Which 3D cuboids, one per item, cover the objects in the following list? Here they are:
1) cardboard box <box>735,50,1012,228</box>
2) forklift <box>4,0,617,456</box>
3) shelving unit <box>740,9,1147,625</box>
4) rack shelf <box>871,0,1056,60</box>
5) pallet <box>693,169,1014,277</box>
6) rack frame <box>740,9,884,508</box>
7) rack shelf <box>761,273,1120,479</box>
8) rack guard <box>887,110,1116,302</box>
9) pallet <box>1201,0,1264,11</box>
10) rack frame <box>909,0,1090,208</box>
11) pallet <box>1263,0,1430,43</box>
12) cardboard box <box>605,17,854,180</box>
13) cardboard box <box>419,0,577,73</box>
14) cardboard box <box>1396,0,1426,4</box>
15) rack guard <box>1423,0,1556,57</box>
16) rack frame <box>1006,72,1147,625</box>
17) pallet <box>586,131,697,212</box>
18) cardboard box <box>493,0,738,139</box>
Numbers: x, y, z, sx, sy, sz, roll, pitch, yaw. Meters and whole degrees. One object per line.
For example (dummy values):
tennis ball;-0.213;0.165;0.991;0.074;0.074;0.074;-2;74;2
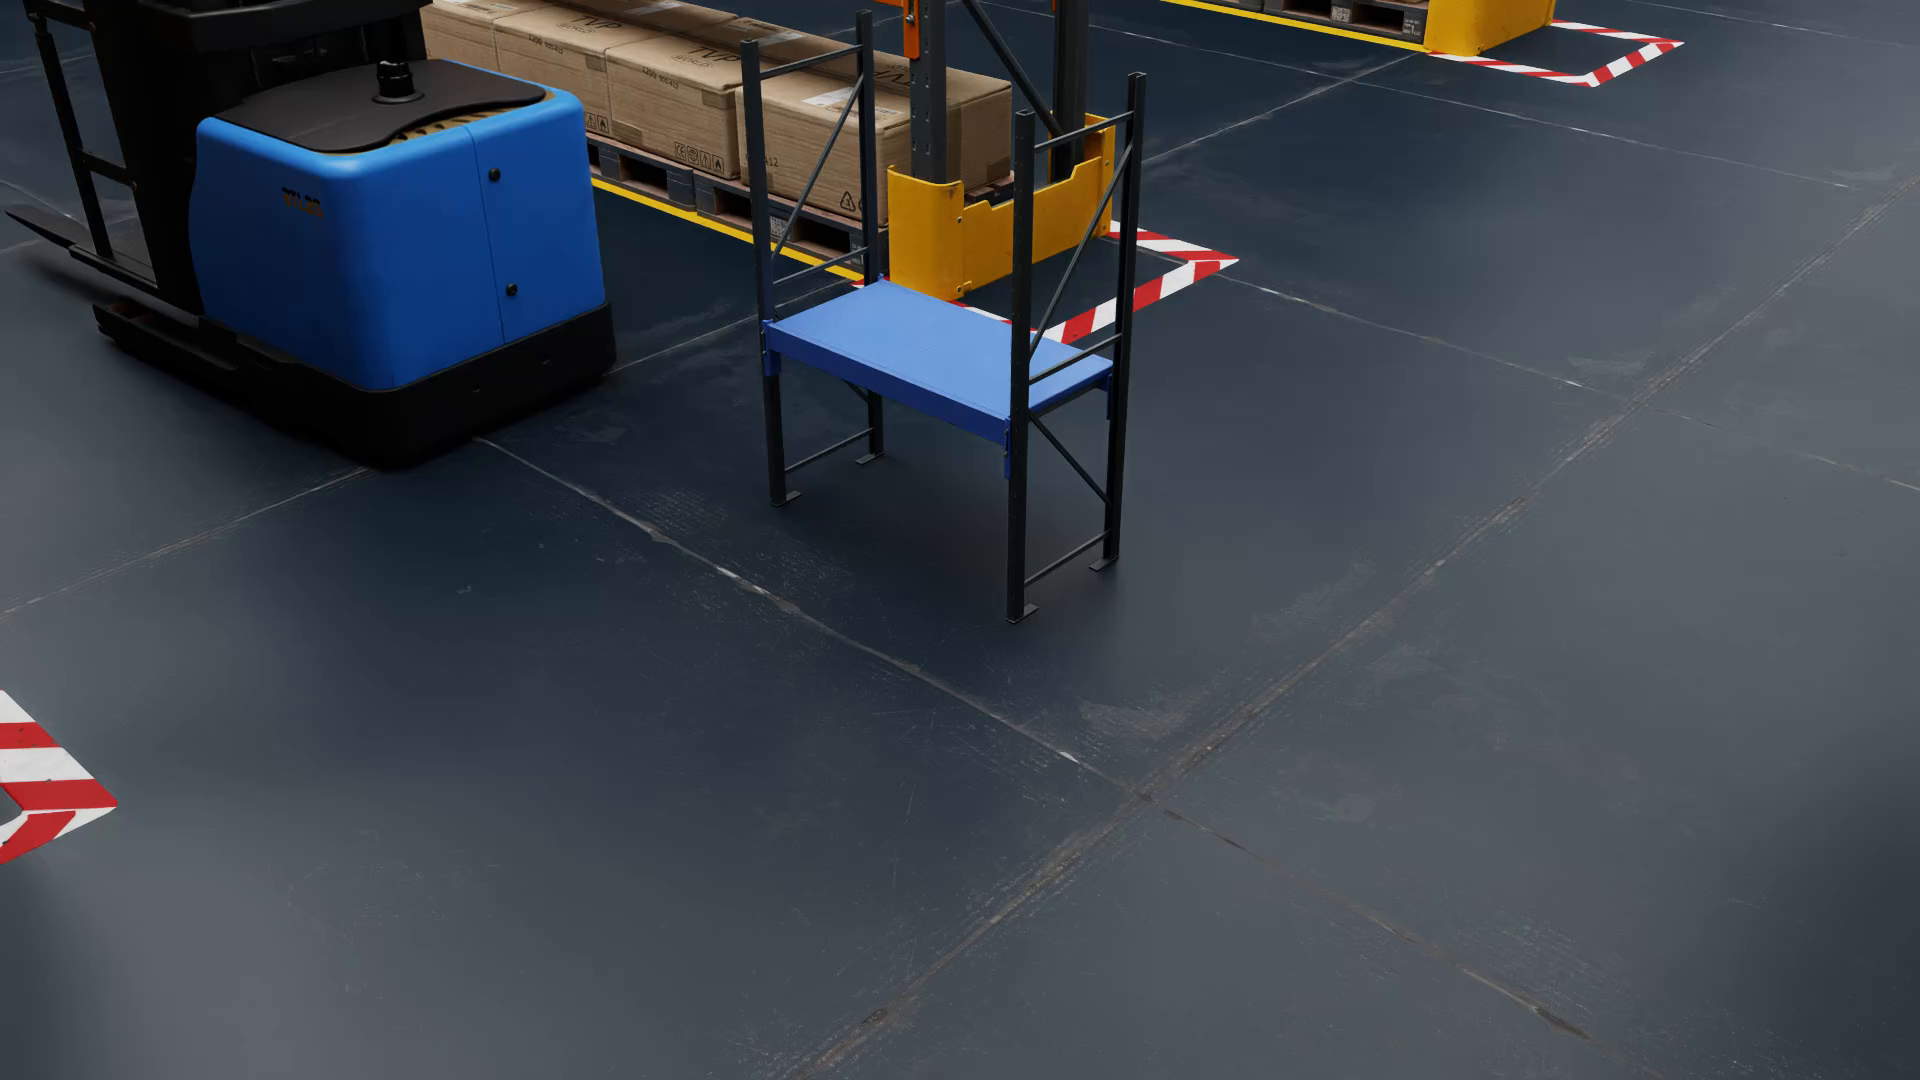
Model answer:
cardboard box;-0.379;-1.819;7.440;0.875;0.438;0.875;24;38;34
forklift;-2.753;-2.150;5.980;3.031;2.935;1.130;22;38;32
shelving unit;-0.063;-0.672;4.912;1.048;1.500;0.538;25;39;35
rack shelf;-1.305;-2.930;7.906;4.000;0.370;1.077;25;39;35
pallet;-0.468;-1.598;7.700;1.213;0.211;1.003;25;39;35
rack frame;-0.440;-0.848;5.204;0.032;1.500;0.500;25;39;35
rack shelf;-0.063;-0.518;5.005;1.000;0.185;0.538;25;39;35
rack guard;0.196;-1.467;7.202;0.348;0.500;1.175;25;39;35
pallet;1.889;-4.023;11.727;1.213;0.211;1.003;25;39;35
rack frame;0.178;-2.546;6.571;0.127;3.000;1.000;25;39;35
pallet;2.789;-3.600;11.026;1.213;0.211;1.003;25;39;35
cardboard box;-1.063;-2.132;7.960;0.875;0.438;0.875;26;40;36
cardboard box;-2.395;-2.754;8.994;0.875;0.438;0.875;24;39;34
cardboard box;2.894;-3.535;10.571;0.250;0.149;0.380;26;40;36
rack guard;3.368;-3.429;10.462;0.348;0.500;1.175;25;39;35
rack frame;0.314;-0.496;4.620;0.032;1.500;0.500;25;39;35
pallet;-1.368;-2.021;8.402;1.213;0.211;1.003;25;39;35
cardboard box;-1.730;-2.445;8.480;0.875;0.438;0.875;24;38;34
